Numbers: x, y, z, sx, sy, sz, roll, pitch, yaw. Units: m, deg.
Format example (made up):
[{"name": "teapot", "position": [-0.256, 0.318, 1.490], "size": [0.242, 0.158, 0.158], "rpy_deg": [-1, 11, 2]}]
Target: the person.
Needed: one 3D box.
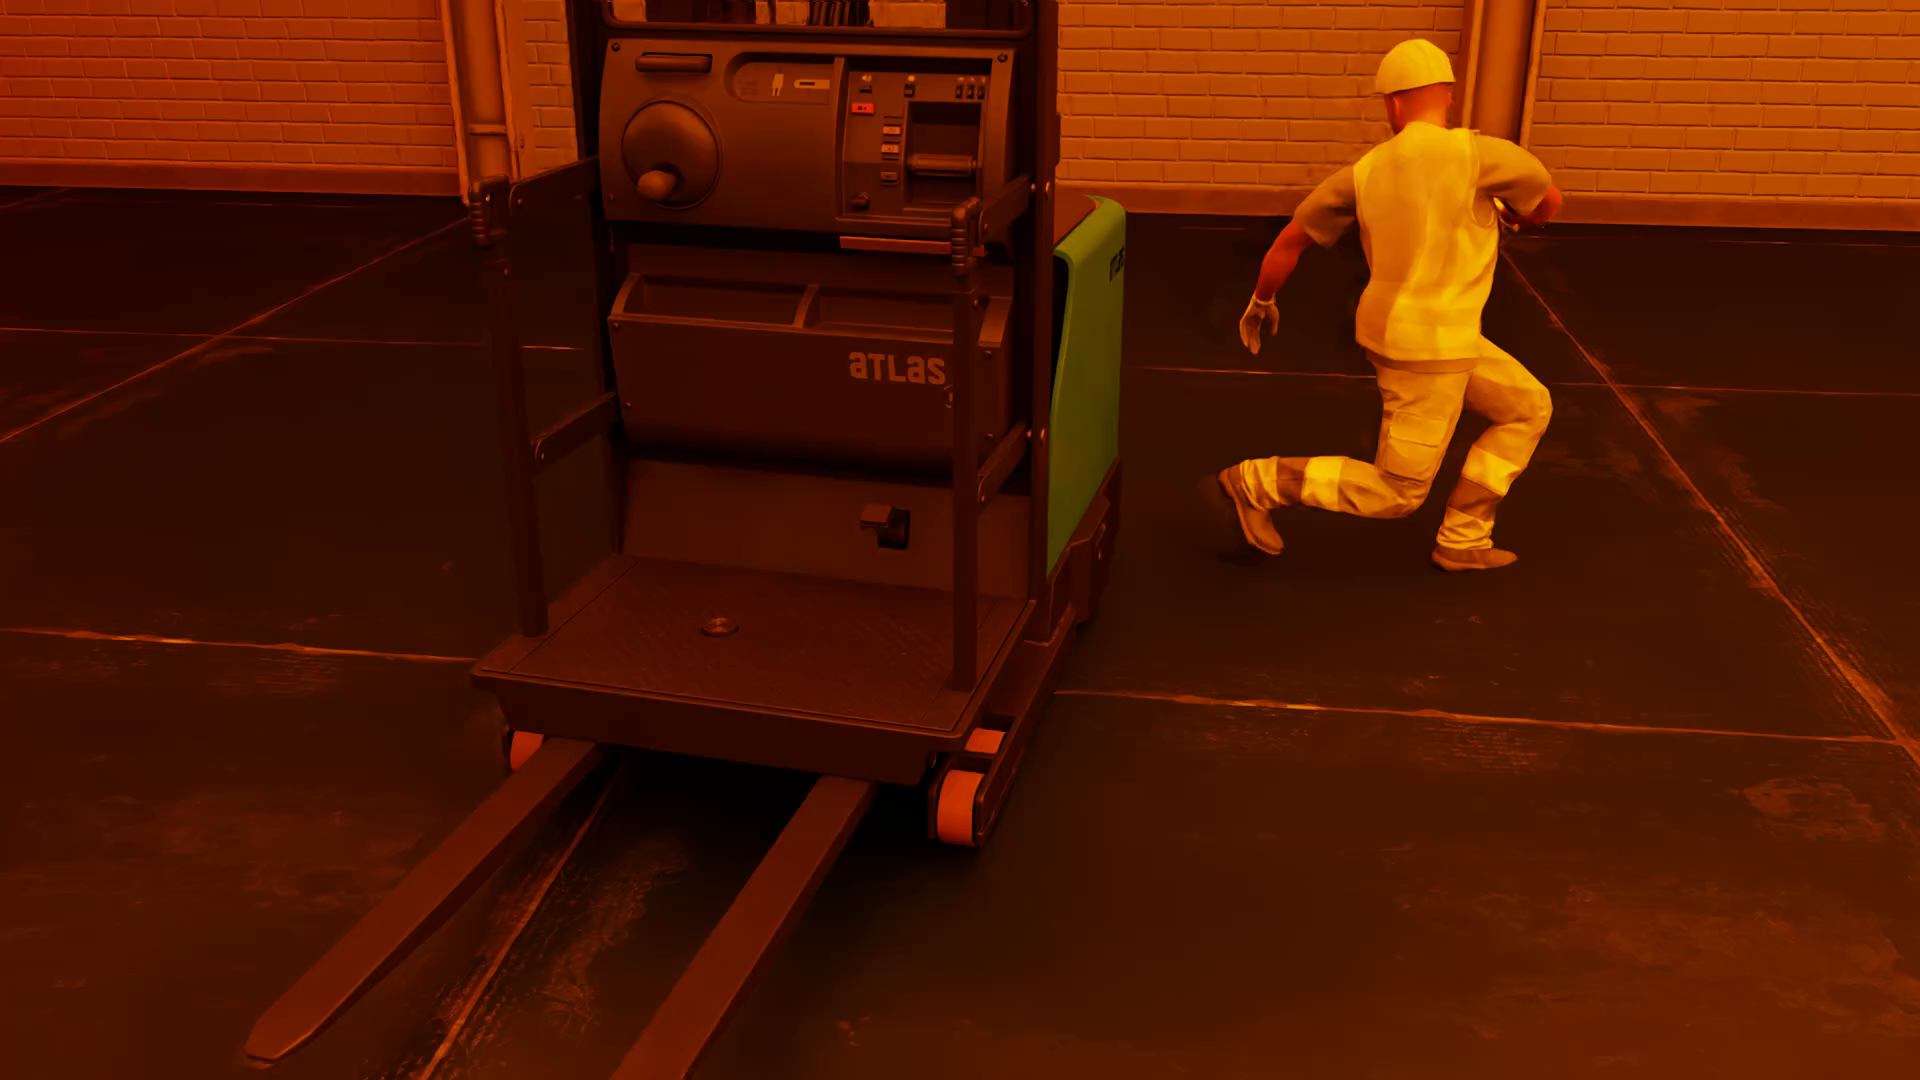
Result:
[{"name": "person", "position": [1.247, -0.646, 4.817], "size": [0.953, 1.540, 0.685], "rpy_deg": [-3, 22, -6]}]

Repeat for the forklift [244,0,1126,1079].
[{"name": "forklift", "position": [-0.397, -0.865, 3.401], "size": [1.130, 2.935, 3.031], "rpy_deg": [6, 23, 14]}]
